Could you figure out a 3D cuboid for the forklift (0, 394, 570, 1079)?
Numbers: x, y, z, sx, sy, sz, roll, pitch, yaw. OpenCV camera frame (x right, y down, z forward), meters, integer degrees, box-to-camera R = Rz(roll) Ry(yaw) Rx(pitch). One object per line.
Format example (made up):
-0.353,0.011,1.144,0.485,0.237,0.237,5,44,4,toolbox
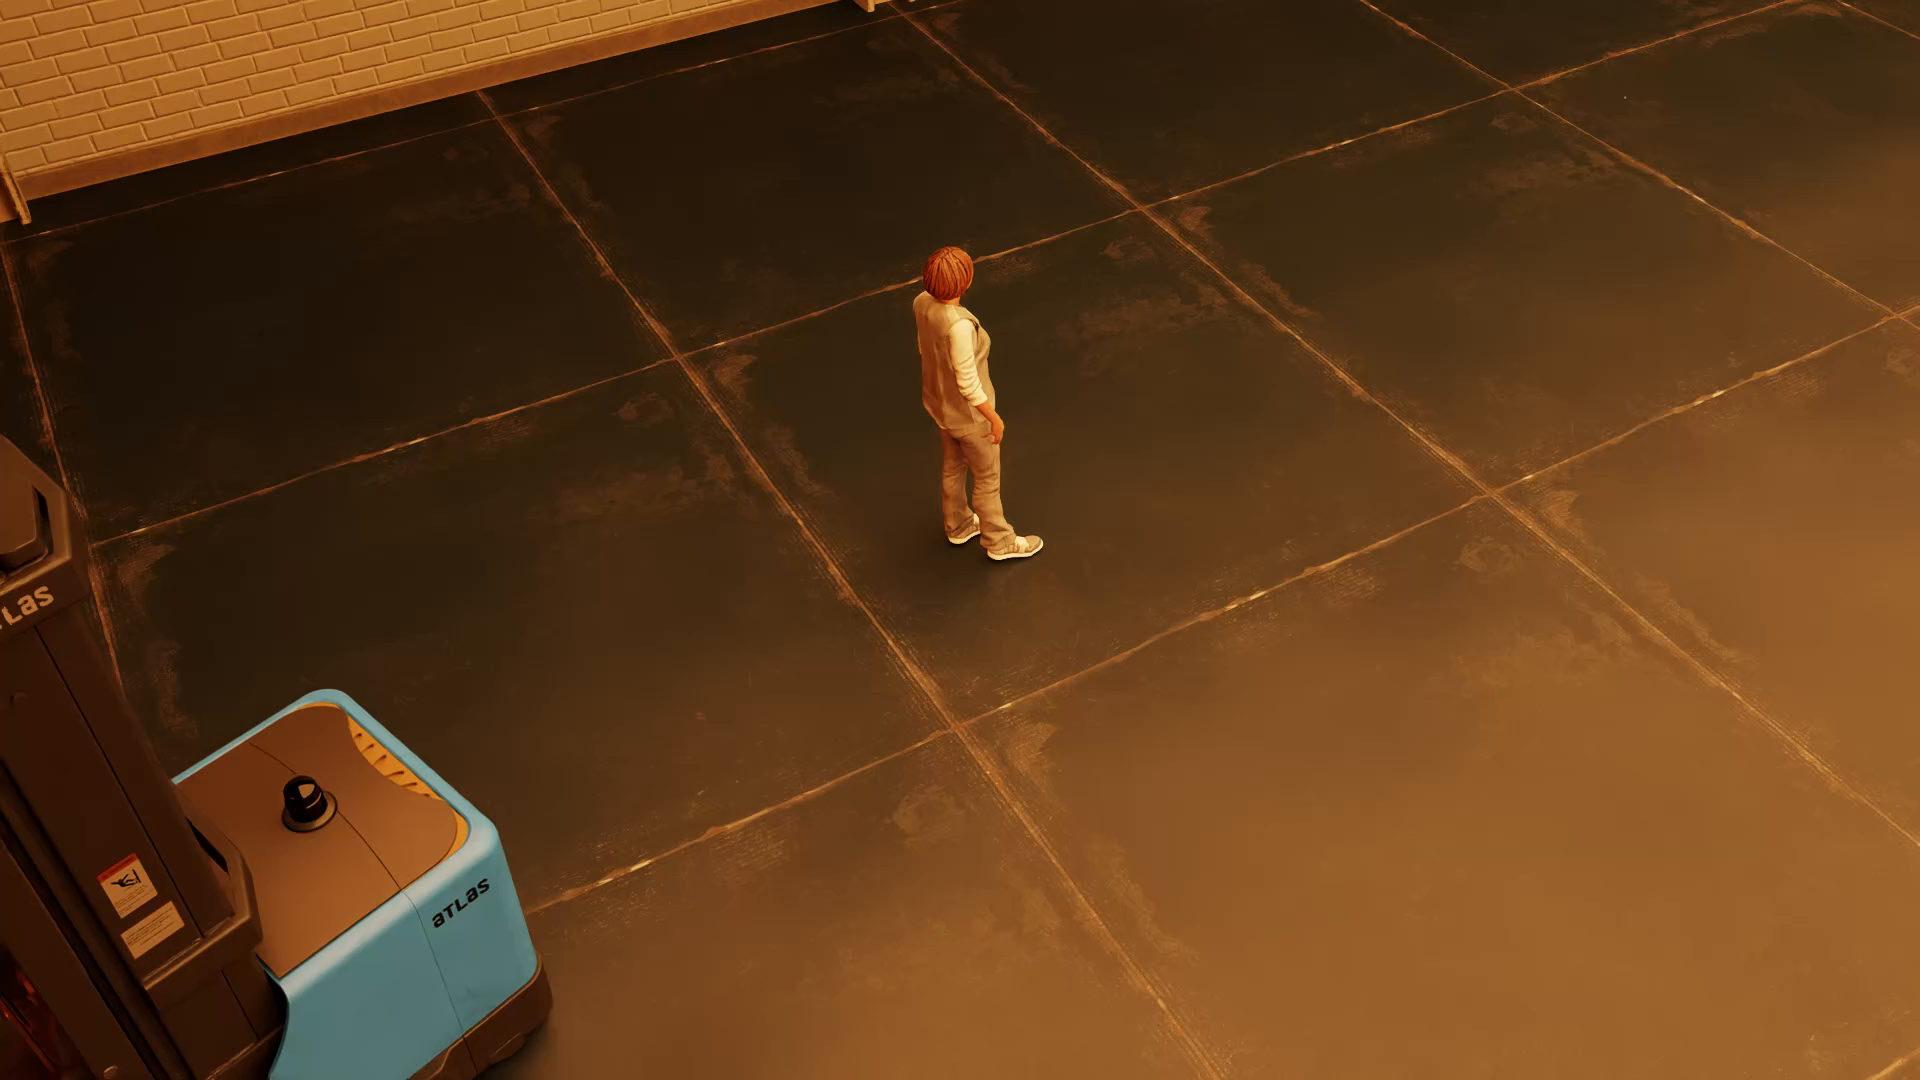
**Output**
-2.766,1.128,4.481,1.130,2.935,3.031,31,51,29,forklift

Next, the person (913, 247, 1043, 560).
0.071,-0.607,7.323,0.475,1.597,0.520,-21,47,-21,person
